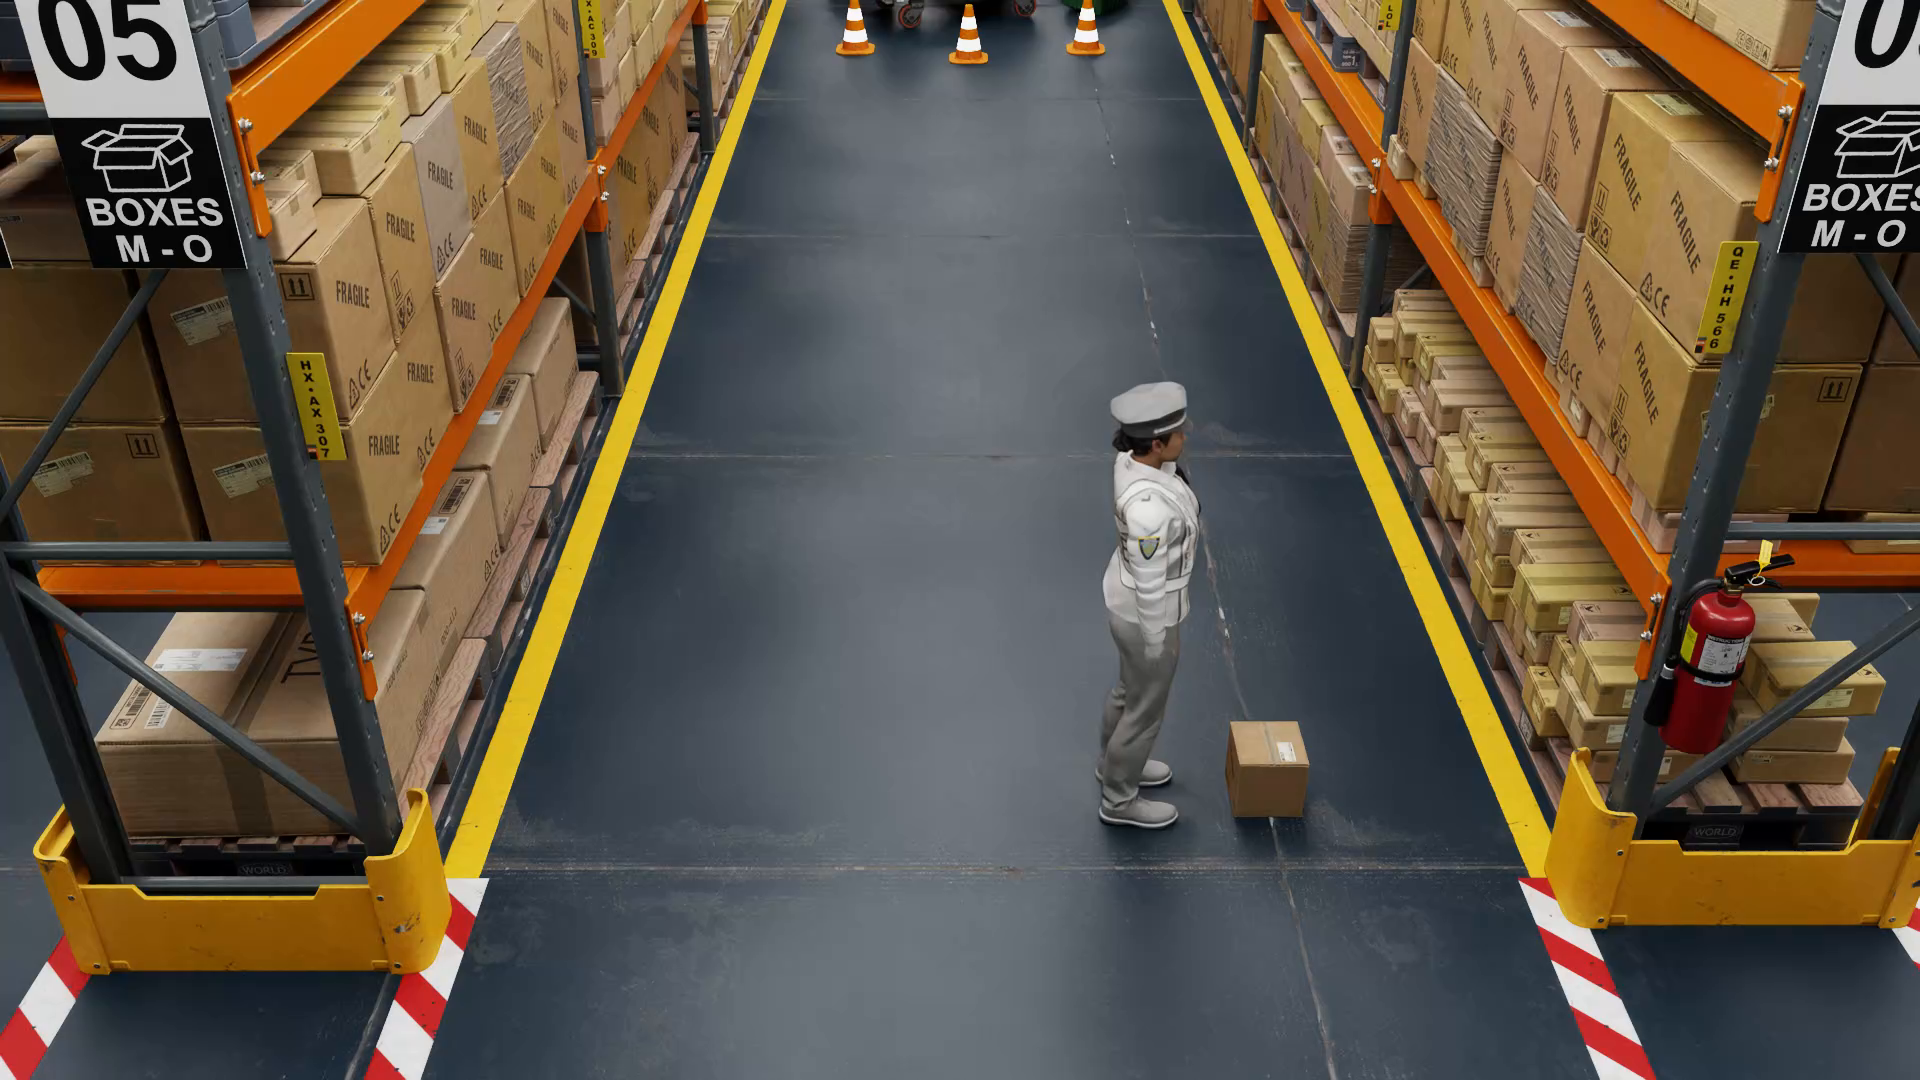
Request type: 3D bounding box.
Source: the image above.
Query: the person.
[{"bbox_3d":[0.653,0.233,5.746,0.336,1.679,0.466,1,32,1],"label":"person"}]
